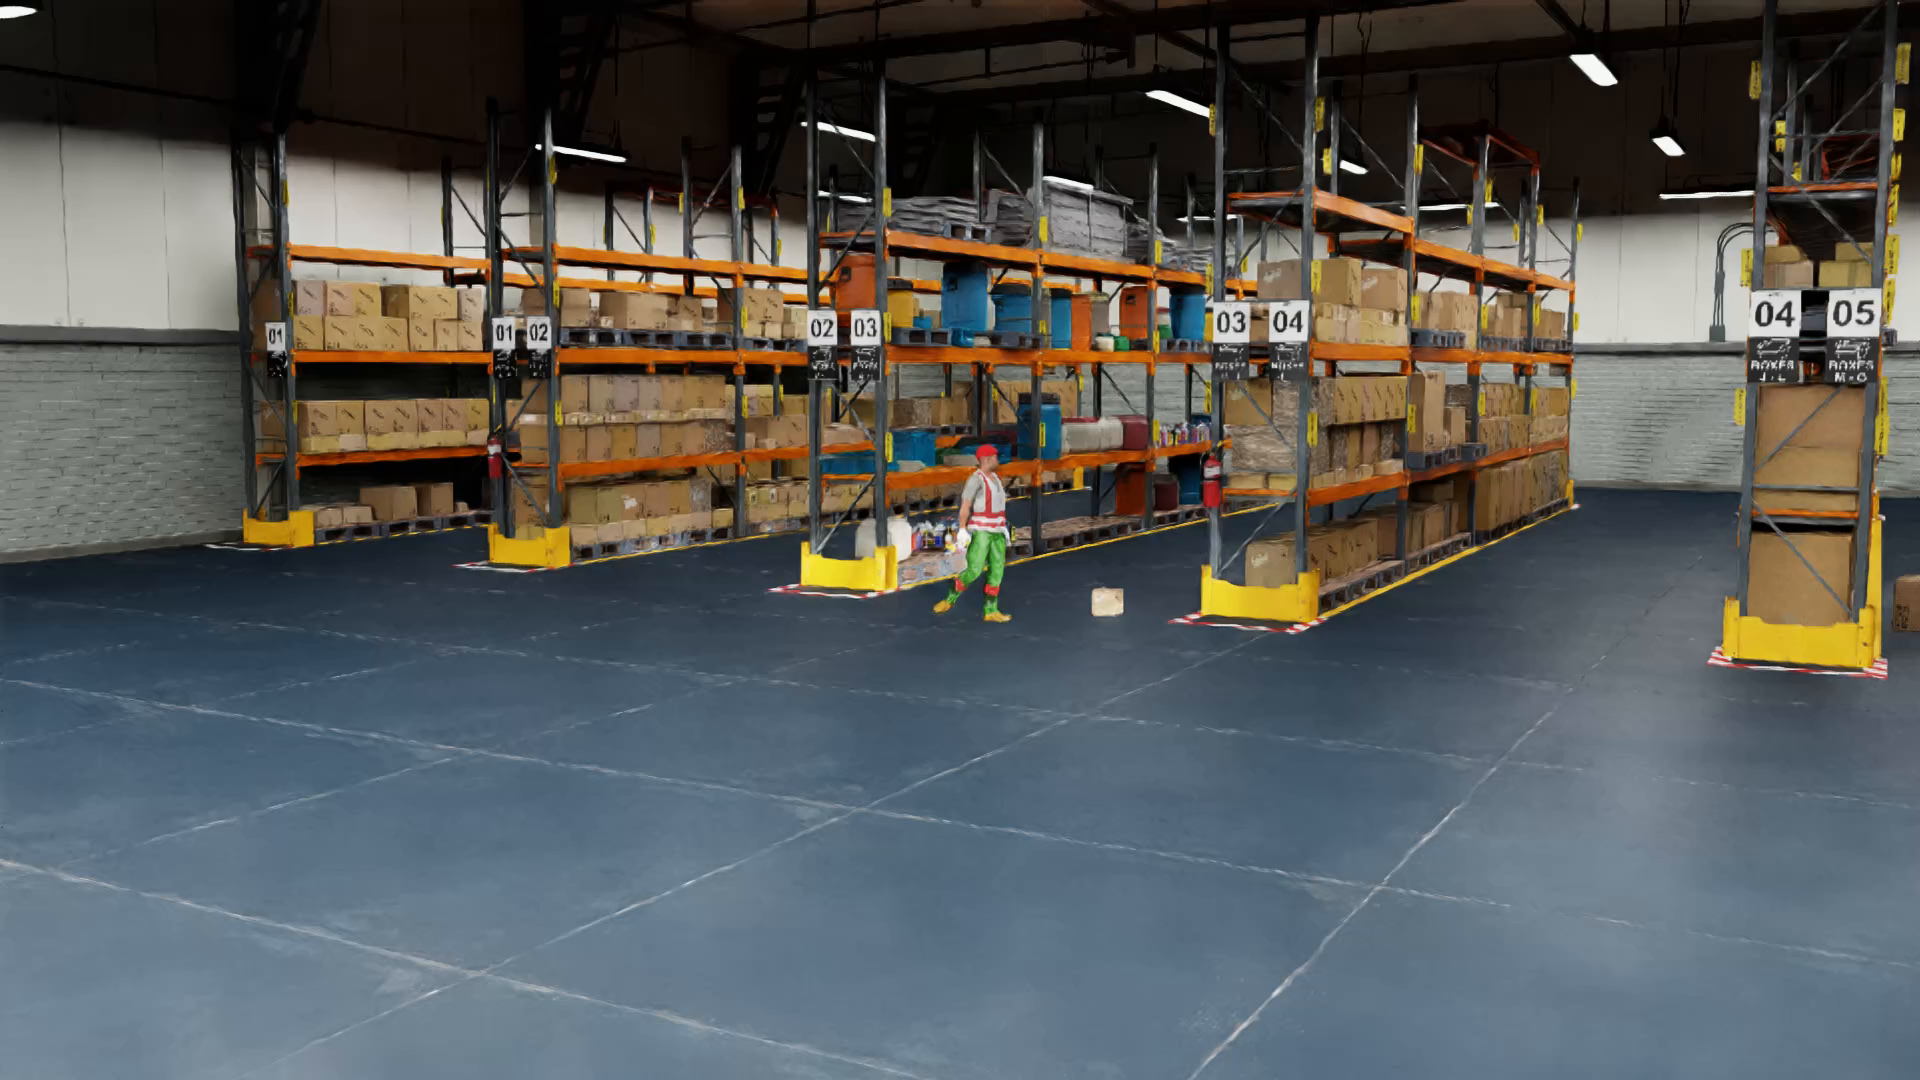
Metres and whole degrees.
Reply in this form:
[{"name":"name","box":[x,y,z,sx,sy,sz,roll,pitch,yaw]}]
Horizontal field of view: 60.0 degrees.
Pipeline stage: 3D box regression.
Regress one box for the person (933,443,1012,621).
[{"name":"person","box":[0.161,-0.071,16.668,0.628,1.786,0.737,4,7,37]}]
